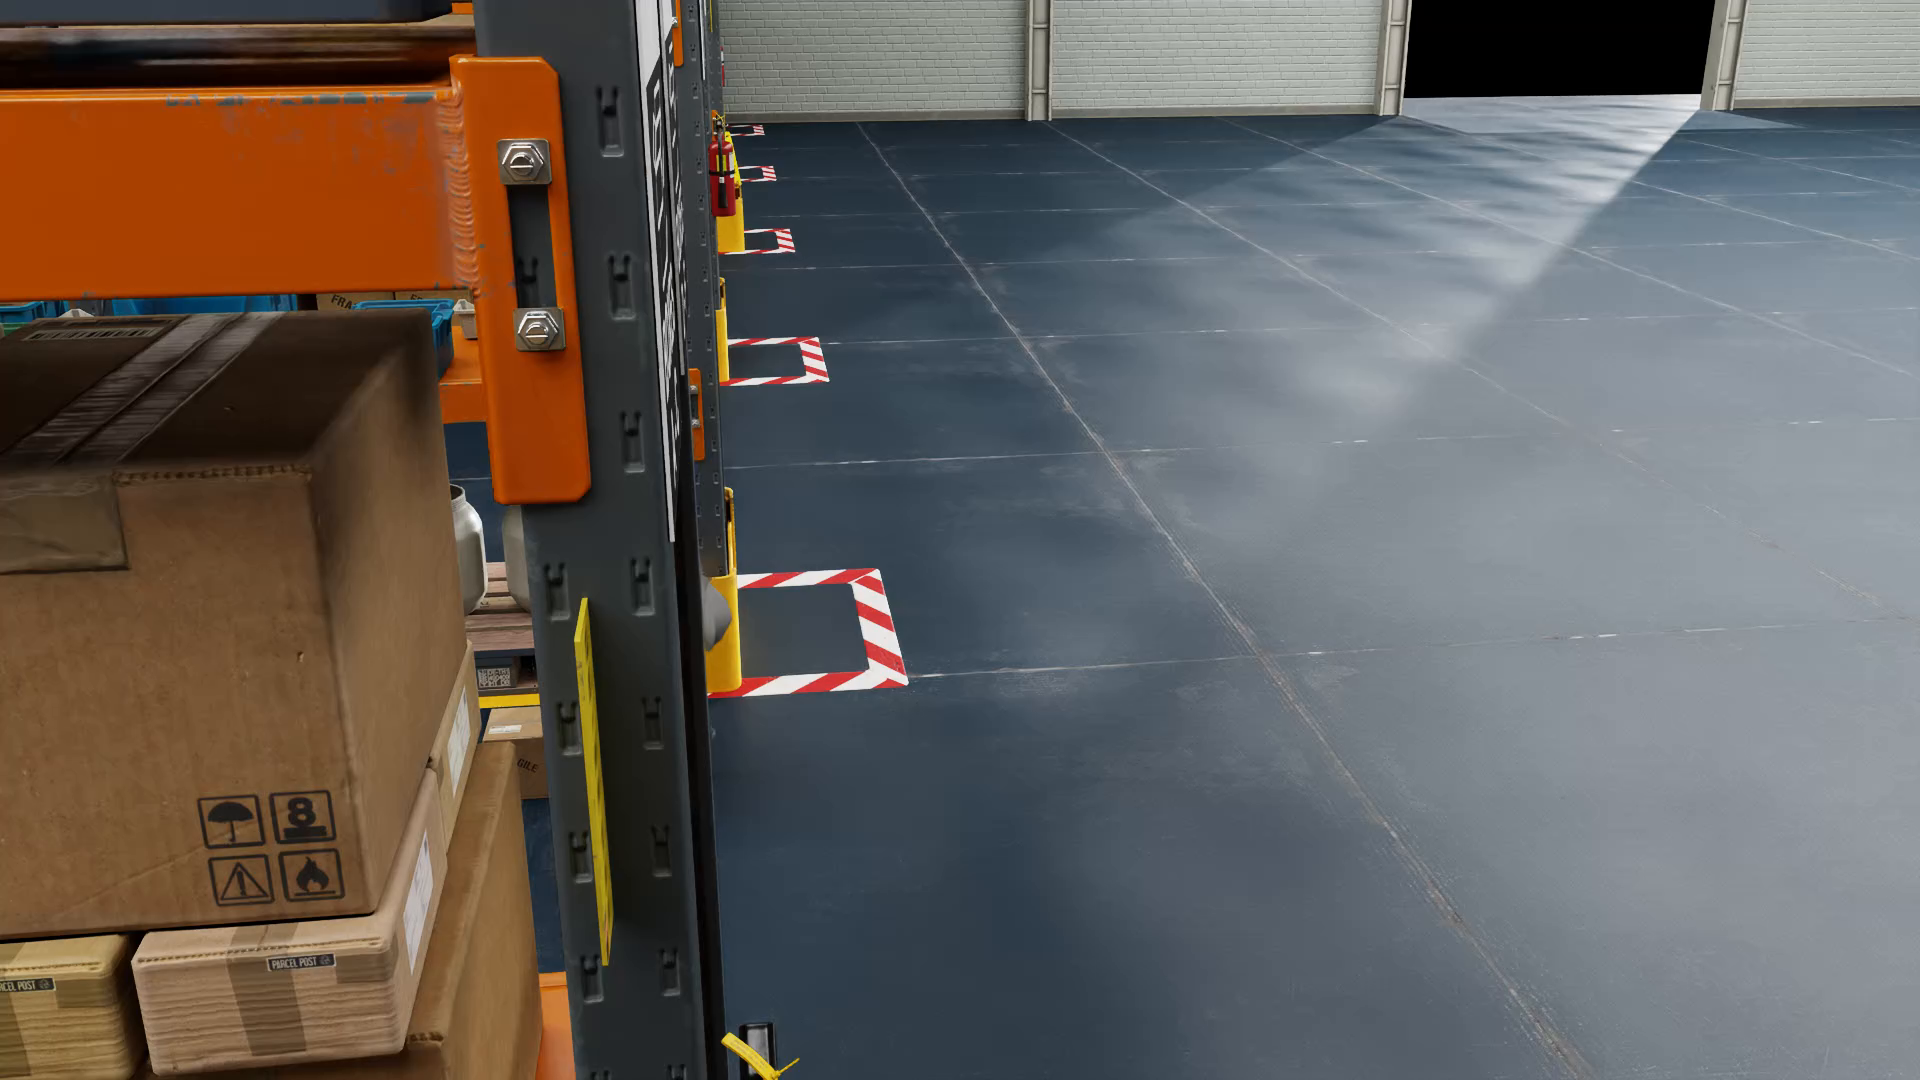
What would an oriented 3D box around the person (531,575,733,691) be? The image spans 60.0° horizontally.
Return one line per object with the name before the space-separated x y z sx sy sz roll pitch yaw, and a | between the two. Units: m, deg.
person | -1.143 0.324 5.726 0.669 1.304 0.496 4 21 11
